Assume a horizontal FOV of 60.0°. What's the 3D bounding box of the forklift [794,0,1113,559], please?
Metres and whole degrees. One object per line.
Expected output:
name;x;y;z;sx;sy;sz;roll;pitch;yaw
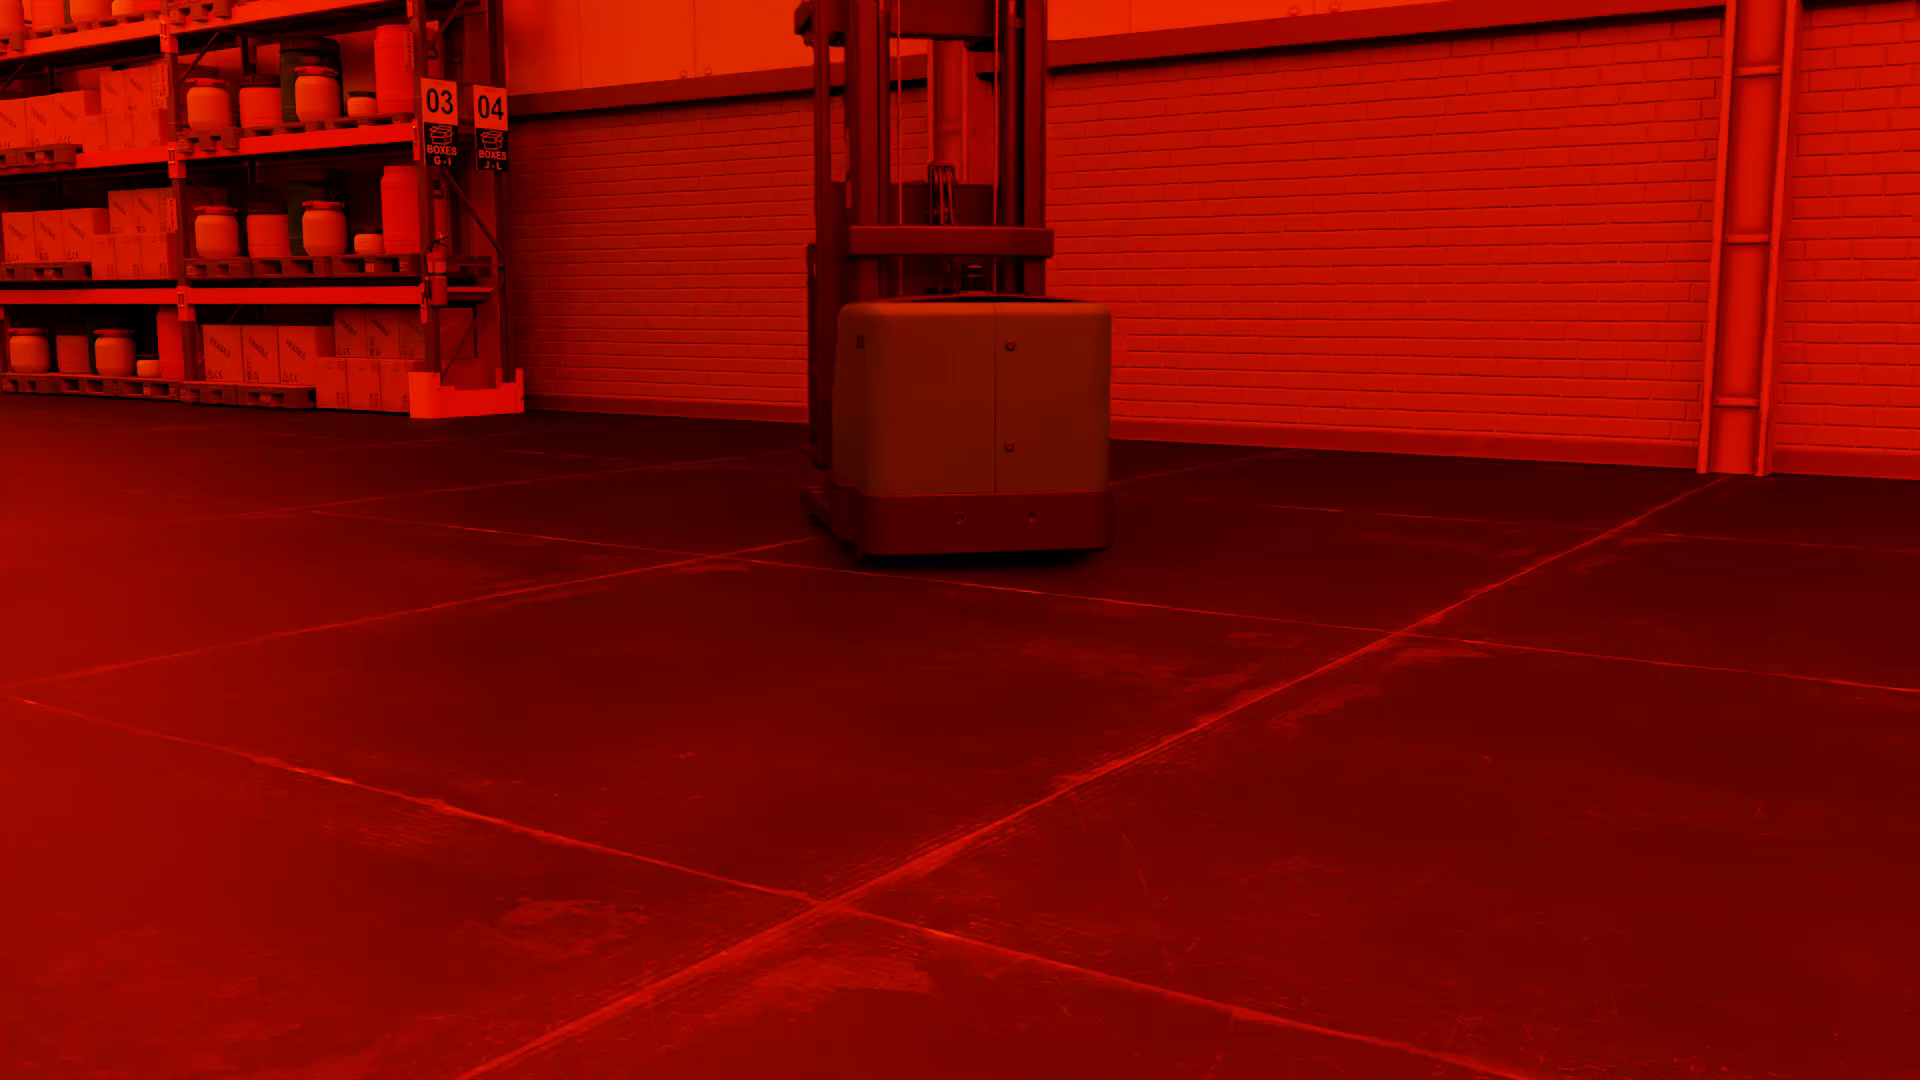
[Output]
forklift;-0.192;-1.539;8.017;1.130;2.935;3.031;-2;8;-13
